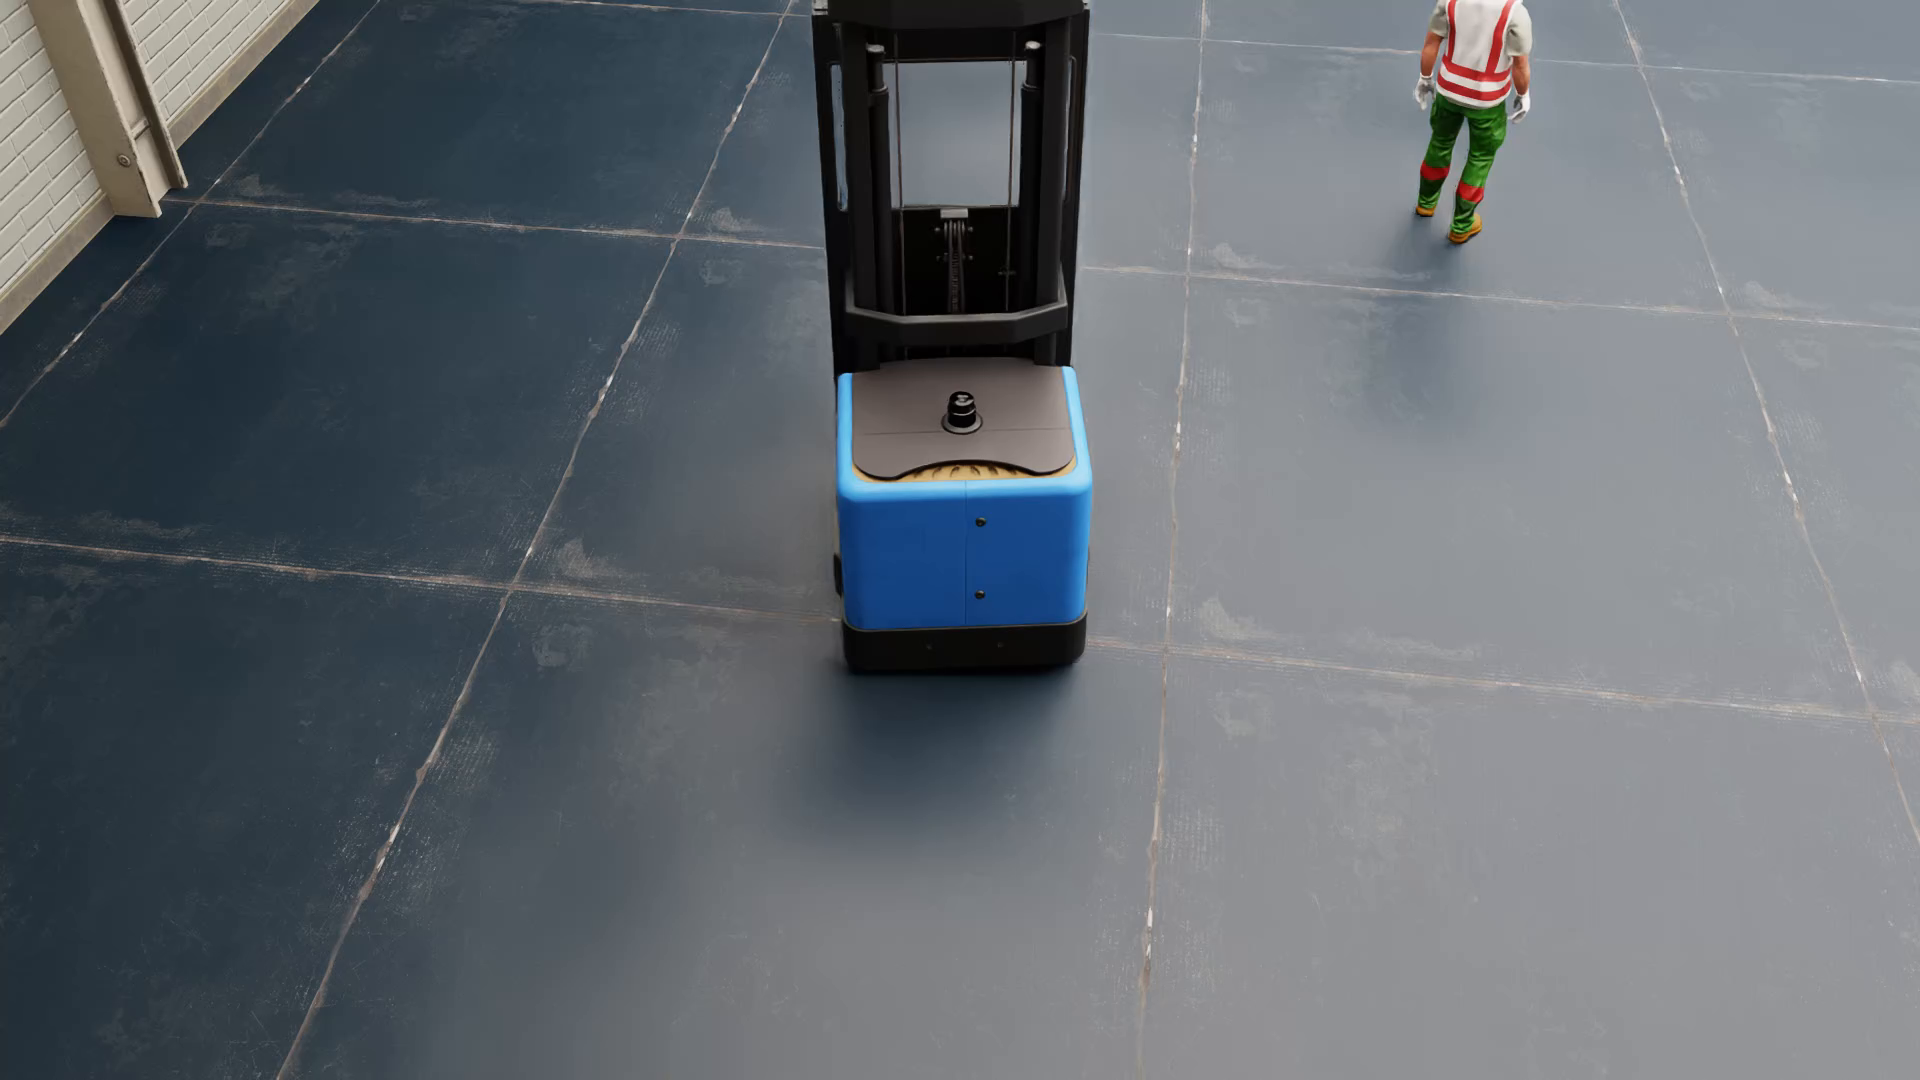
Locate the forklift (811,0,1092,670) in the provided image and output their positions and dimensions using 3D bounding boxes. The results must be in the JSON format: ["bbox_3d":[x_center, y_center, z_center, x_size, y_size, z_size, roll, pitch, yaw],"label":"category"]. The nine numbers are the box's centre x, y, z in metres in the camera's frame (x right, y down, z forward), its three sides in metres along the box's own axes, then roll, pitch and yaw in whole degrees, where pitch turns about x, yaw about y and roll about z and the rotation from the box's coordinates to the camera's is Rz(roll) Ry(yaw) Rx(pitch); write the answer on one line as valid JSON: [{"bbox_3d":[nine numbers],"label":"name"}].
[{"bbox_3d":[-0.050,-1.501,7.358,1.130,2.935,3.031,-2,43,-2],"label":"forklift"}]

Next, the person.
[{"bbox_3d":[2.920,-2.544,9.369,0.630,1.814,0.506,27,49,27],"label":"person"}]
